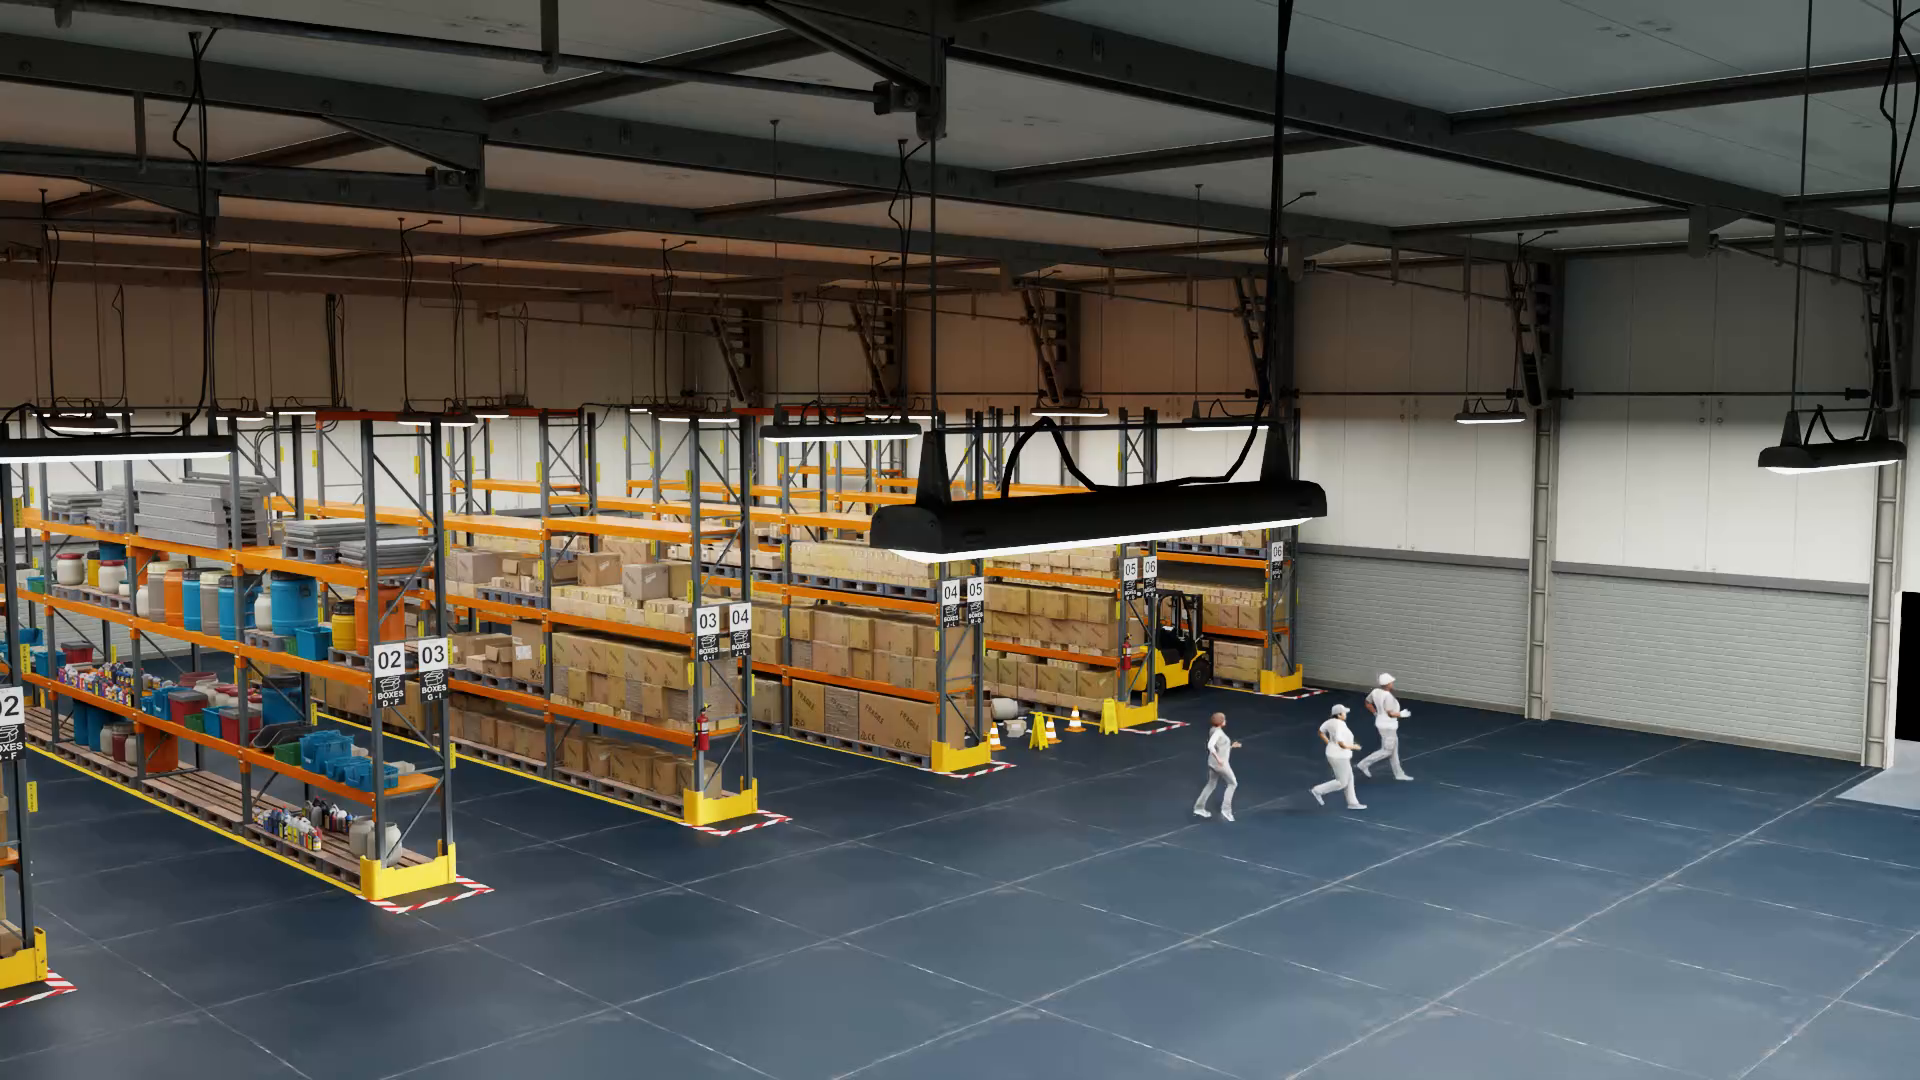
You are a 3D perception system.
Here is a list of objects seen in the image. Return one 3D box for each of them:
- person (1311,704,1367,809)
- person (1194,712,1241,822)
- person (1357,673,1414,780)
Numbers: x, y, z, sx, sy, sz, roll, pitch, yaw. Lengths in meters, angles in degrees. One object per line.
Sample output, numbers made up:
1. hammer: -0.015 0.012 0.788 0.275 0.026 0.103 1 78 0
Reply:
1. person: 5.727 3.288 25.142 0.932 1.633 0.621 -1 5 -7
2. person: 3.813 3.358 24.560 0.710 1.644 0.505 -1 5 -14
3. person: 6.909 3.042 26.925 0.958 1.774 0.682 0 5 -4
